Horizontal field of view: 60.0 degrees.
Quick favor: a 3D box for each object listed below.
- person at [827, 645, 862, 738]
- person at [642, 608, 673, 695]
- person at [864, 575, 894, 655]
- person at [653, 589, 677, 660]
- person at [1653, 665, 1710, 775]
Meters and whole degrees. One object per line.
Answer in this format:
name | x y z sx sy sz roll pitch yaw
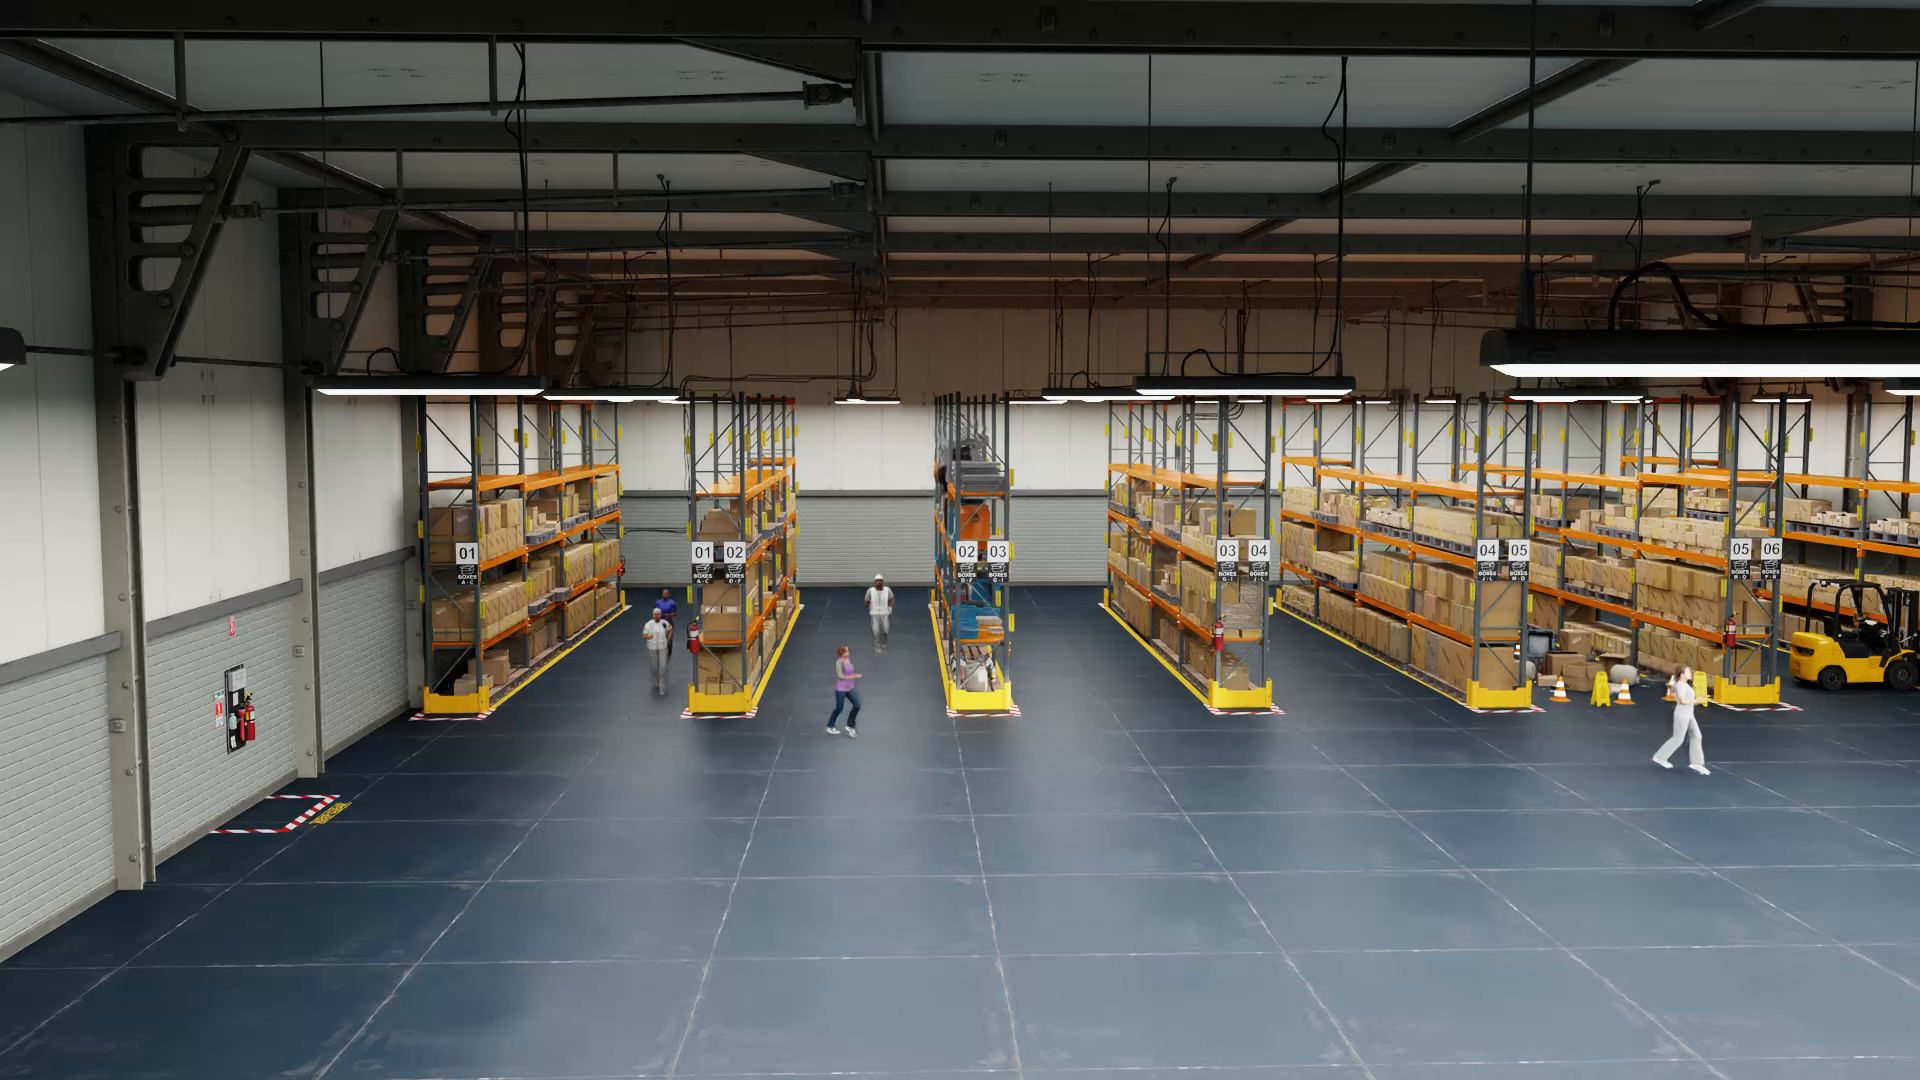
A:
person | -1.994 2.623 28.764 0.693 1.631 0.507 3 5 31
person | -6.072 2.203 33.394 0.602 1.689 0.886 -1 5 -7
person | -1.752 1.655 36.355 0.669 1.782 0.583 -1 5 -6
person | -6.598 1.923 37.207 0.545 1.669 0.686 -1 5 -7
person | 11.289 2.789 25.967 0.831 1.701 0.559 3 5 32
